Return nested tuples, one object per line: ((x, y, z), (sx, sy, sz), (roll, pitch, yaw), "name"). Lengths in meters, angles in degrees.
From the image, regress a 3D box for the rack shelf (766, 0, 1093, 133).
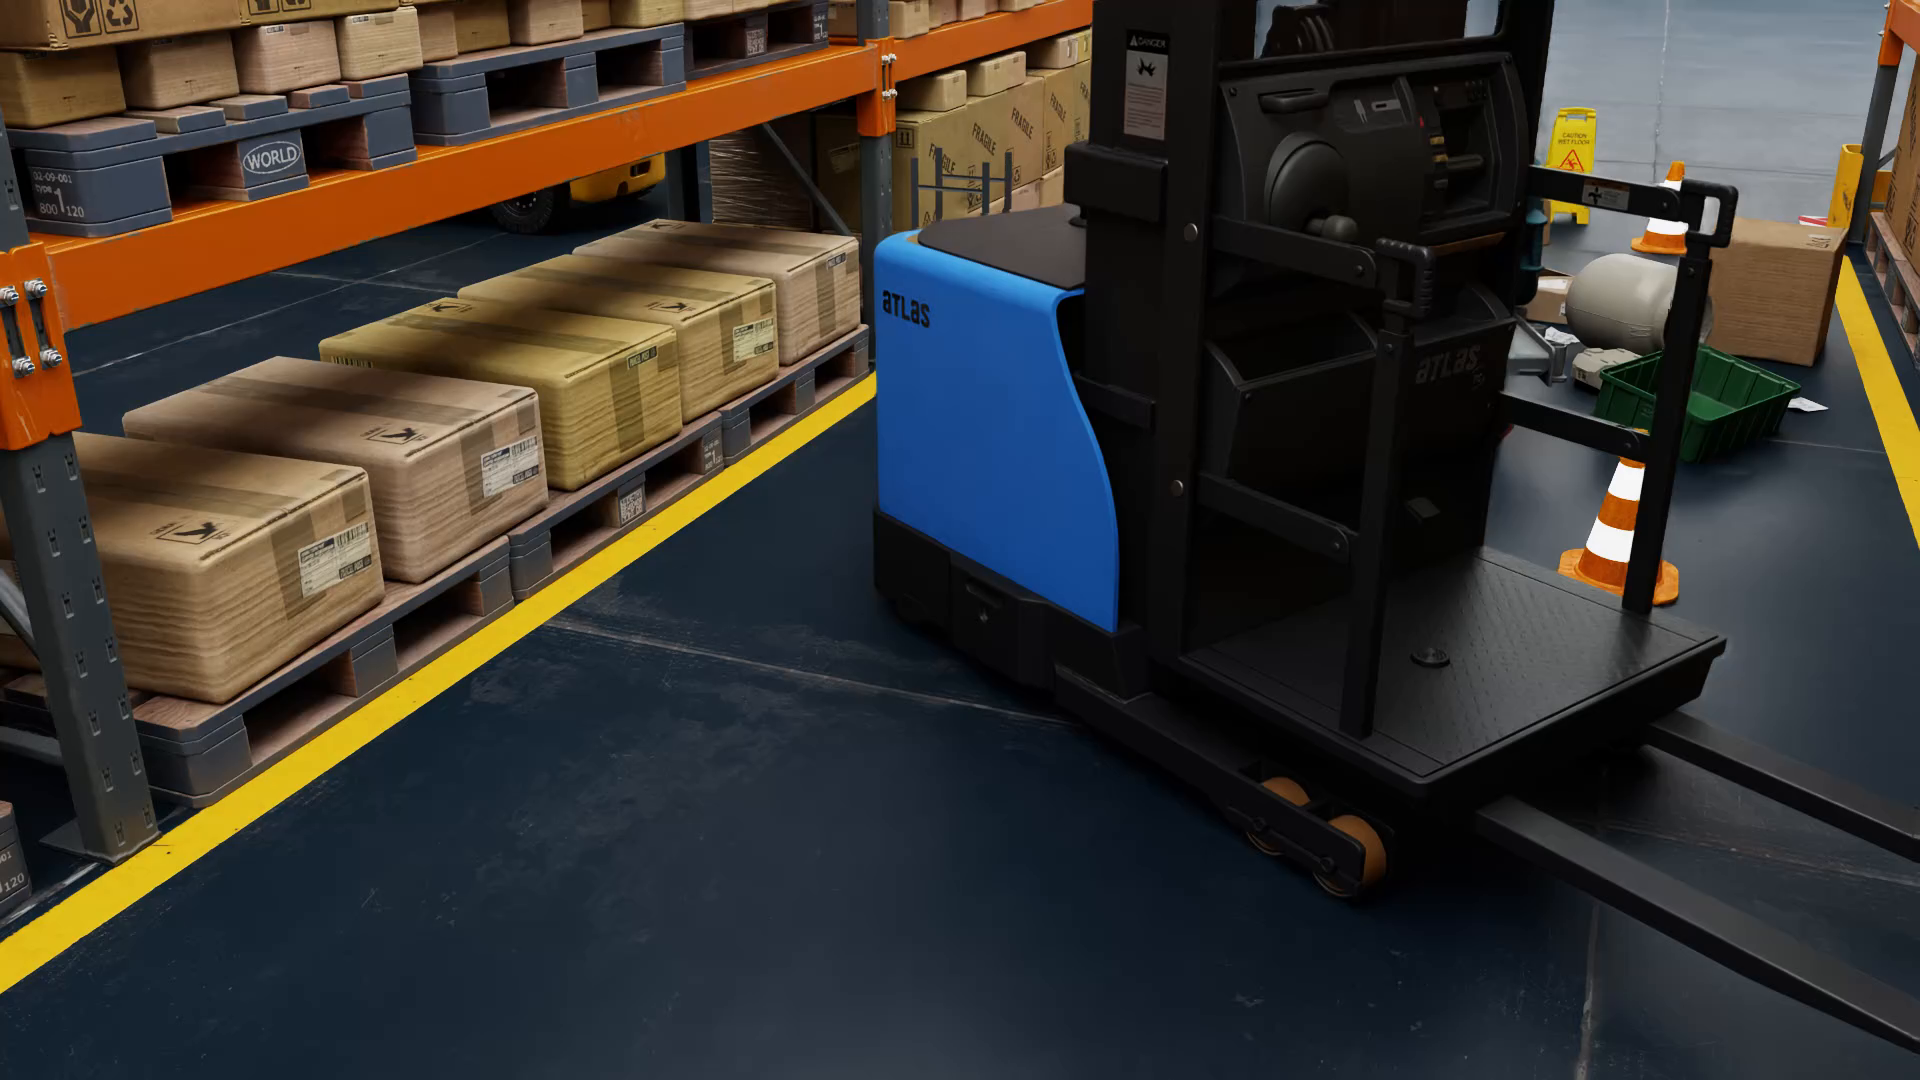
((-0.022, -2.591, 8.493), (1.077, 0.370, 4.000), (9, 24, 20), "rack shelf")

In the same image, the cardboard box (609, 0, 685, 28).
((-1.092, -1.698, 5.204), (0.380, 0.149, 0.250), (9, 24, 20), "cardboard box")

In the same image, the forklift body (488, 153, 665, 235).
((-2.899, -3.016, 9.680), (2.313, 2.155, 1.214), (9, 24, 20), "forklift body")

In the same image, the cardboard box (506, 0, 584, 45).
((-1.312, -1.514, 4.765), (0.380, 0.149, 0.250), (10, 25, 22), "cardboard box")

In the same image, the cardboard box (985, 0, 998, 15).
((-0.040, -2.538, 7.761), (0.380, 0.149, 0.250), (9, 24, 20), "cardboard box")

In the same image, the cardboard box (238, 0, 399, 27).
((-1.682, -1.468, 3.812), (0.500, 0.500, 0.500), (10, 25, 23), "cardboard box")

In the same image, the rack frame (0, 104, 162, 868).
((-2.251, -0.775, 3.215), (1.000, 3.000, 0.127), (9, 24, 20), "rack frame")

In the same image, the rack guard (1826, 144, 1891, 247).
((5.363, -1.821, 8.961), (1.175, 0.500, 0.348), (9, 24, 20), "rack guard")

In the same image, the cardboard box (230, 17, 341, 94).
((-1.677, -1.131, 3.846), (0.380, 0.149, 0.250), (7, 24, 17), "cardboard box")

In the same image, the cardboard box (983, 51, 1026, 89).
((0.094, -2.267, 7.993), (0.380, 0.149, 0.250), (10, 25, 23), "cardboard box")

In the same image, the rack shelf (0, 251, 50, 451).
((-2.993, 0.272, 1.640), (1.077, 0.370, 4.000), (9, 24, 20), "rack shelf")

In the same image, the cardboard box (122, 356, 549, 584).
((-1.765, -0.223, 4.756), (0.950, 0.372, 0.625), (8, 24, 19), "cardboard box")

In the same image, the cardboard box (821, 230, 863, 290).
((-0.295, -1.304, 7.503), (0.500, 0.250, 0.500), (8, 24, 18), "cardboard box")

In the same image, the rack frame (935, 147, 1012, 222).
((0.039, -0.592, 5.110), (0.240, 1.200, 0.006), (9, 24, 20), "rack frame")

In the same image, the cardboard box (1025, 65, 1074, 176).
((0.281, -2.218, 8.719), (0.500, 0.500, 0.500), (8, 24, 19), "cardboard box")

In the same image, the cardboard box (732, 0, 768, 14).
((-0.876, -1.872, 5.620), (0.380, 0.149, 0.250), (8, 24, 19), "cardboard box")

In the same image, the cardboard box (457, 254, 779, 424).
((-1.221, -0.742, 6.000), (0.950, 0.372, 0.625), (10, 25, 23), "cardboard box")

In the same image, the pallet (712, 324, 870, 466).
((-1.053, -0.641, 6.511), (1.003, 0.211, 1.213), (9, 24, 20), "pallet")

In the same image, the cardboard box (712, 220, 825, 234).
((-0.795, -1.382, 7.689), (0.500, 0.250, 0.500), (10, 25, 22), "cardboard box")

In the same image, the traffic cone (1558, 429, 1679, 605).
((1.968, -0.100, 4.889), (0.336, 0.463, 0.334), (9, 24, 20), "traffic cone")

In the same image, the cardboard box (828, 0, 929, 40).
((-0.350, -2.158, 6.850), (0.380, 0.149, 0.250), (9, 24, 20), "cardboard box")

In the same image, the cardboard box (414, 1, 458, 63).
((-1.538, -1.323, 4.308), (0.380, 0.149, 0.250), (10, 25, 23), "cardboard box")

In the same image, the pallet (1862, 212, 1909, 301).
((5.130, -1.382, 8.284), (1.003, 0.211, 1.213), (9, 24, 20), "pallet")

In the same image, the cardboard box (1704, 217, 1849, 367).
((3.492, -1.084, 7.194), (0.500, 0.500, 0.500), (13, 26, 29), "cardboard box")

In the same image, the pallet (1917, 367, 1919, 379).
((4.224, -0.508, 6.193), (1.003, 0.211, 1.213), (9, 24, 20), "pallet")

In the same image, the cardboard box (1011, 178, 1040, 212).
((0.087, -1.687, 8.420), (0.500, 0.250, 0.500), (8, 24, 19), "cardboard box")

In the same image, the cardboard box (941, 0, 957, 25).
((-0.234, -2.355, 7.322), (0.380, 0.149, 0.250), (9, 24, 20), "cardboard box")

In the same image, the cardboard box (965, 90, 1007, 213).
((-0.107, -1.844, 7.822), (0.500, 0.500, 0.500), (10, 25, 22), "cardboard box")

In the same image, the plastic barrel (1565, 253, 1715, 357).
((2.866, -0.971, 7.026), (0.421, 0.421, 0.512), (-12, 25, -26), "plastic barrel")

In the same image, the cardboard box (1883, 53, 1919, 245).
((5.164, -1.927, 8.183), (0.875, 0.875, 0.875), (9, 24, 20), "cardboard box")

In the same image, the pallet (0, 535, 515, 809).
((-1.959, 0.232, 4.421), (1.003, 0.211, 1.213), (9, 24, 20), "pallet")

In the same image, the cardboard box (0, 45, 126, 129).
((-1.957, -0.943, 3.397), (0.380, 0.149, 0.250), (7, 24, 17), "cardboard box")

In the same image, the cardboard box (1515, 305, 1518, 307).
((2.079, -1.222, 7.347), (0.797, 0.637, 0.503), (9, 24, 20), "cardboard box")

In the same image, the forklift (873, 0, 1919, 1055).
((1.038, -0.823, 3.417), (1.130, 2.935, 3.031), (-16, 28, -33), "forklift")

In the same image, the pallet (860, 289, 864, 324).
((-0.548, -1.165, 7.766), (1.003, 0.211, 1.213), (9, 24, 20), "pallet")

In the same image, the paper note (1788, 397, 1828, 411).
((3.278, -0.535, 6.490), (0.147, 0.020, 0.142), (-7, 24, -17), "paper note")

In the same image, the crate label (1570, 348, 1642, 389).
((2.629, -0.682, 6.705), (0.298, 0.136, 0.250), (-7, 24, -17), "crate label")

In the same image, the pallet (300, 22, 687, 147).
((-1.553, -1.401, 4.961), (1.003, 0.211, 1.213), (9, 24, 20), "pallet")

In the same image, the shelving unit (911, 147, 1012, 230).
((0.005, -0.559, 5.031), (0.258, 1.200, 0.189), (9, 24, 20), "shelving unit")

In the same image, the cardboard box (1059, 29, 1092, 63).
((0.495, -2.654, 8.920), (0.380, 0.149, 0.250), (9, 24, 21), "cardboard box")

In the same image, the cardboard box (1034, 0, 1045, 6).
((0.202, -2.708, 8.168), (0.380, 0.149, 0.250), (9, 24, 20), "cardboard box")

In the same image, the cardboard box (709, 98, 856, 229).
((-0.794, -1.728, 7.545), (0.500, 0.500, 0.500), (8, 24, 19), "cardboard box")

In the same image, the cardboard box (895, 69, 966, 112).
((-0.193, -1.986, 7.320), (0.380, 0.149, 0.250), (9, 24, 21), "cardboard box")
